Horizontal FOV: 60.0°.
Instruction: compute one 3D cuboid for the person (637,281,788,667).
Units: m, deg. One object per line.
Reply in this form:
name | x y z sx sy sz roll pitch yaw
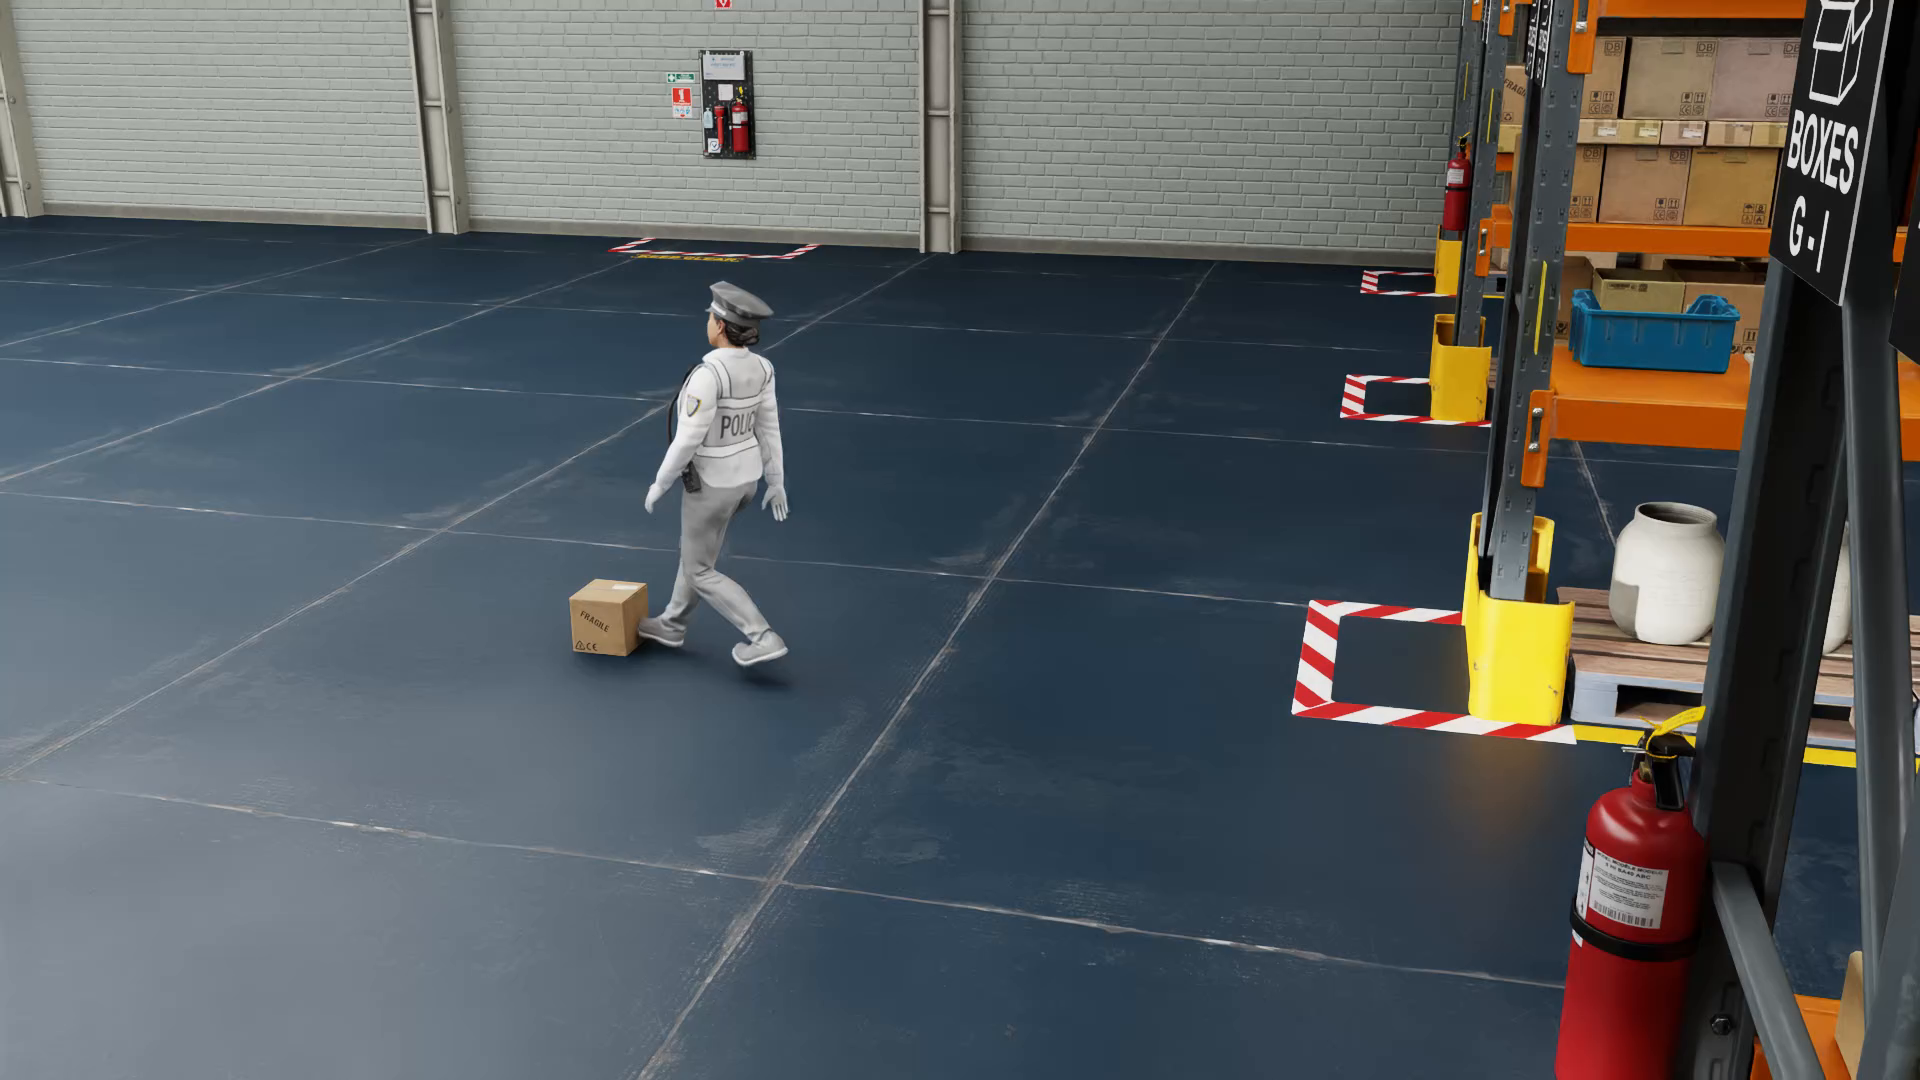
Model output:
person | -1.090 -0.261 6.862 0.897 1.615 0.534 9 20 26
